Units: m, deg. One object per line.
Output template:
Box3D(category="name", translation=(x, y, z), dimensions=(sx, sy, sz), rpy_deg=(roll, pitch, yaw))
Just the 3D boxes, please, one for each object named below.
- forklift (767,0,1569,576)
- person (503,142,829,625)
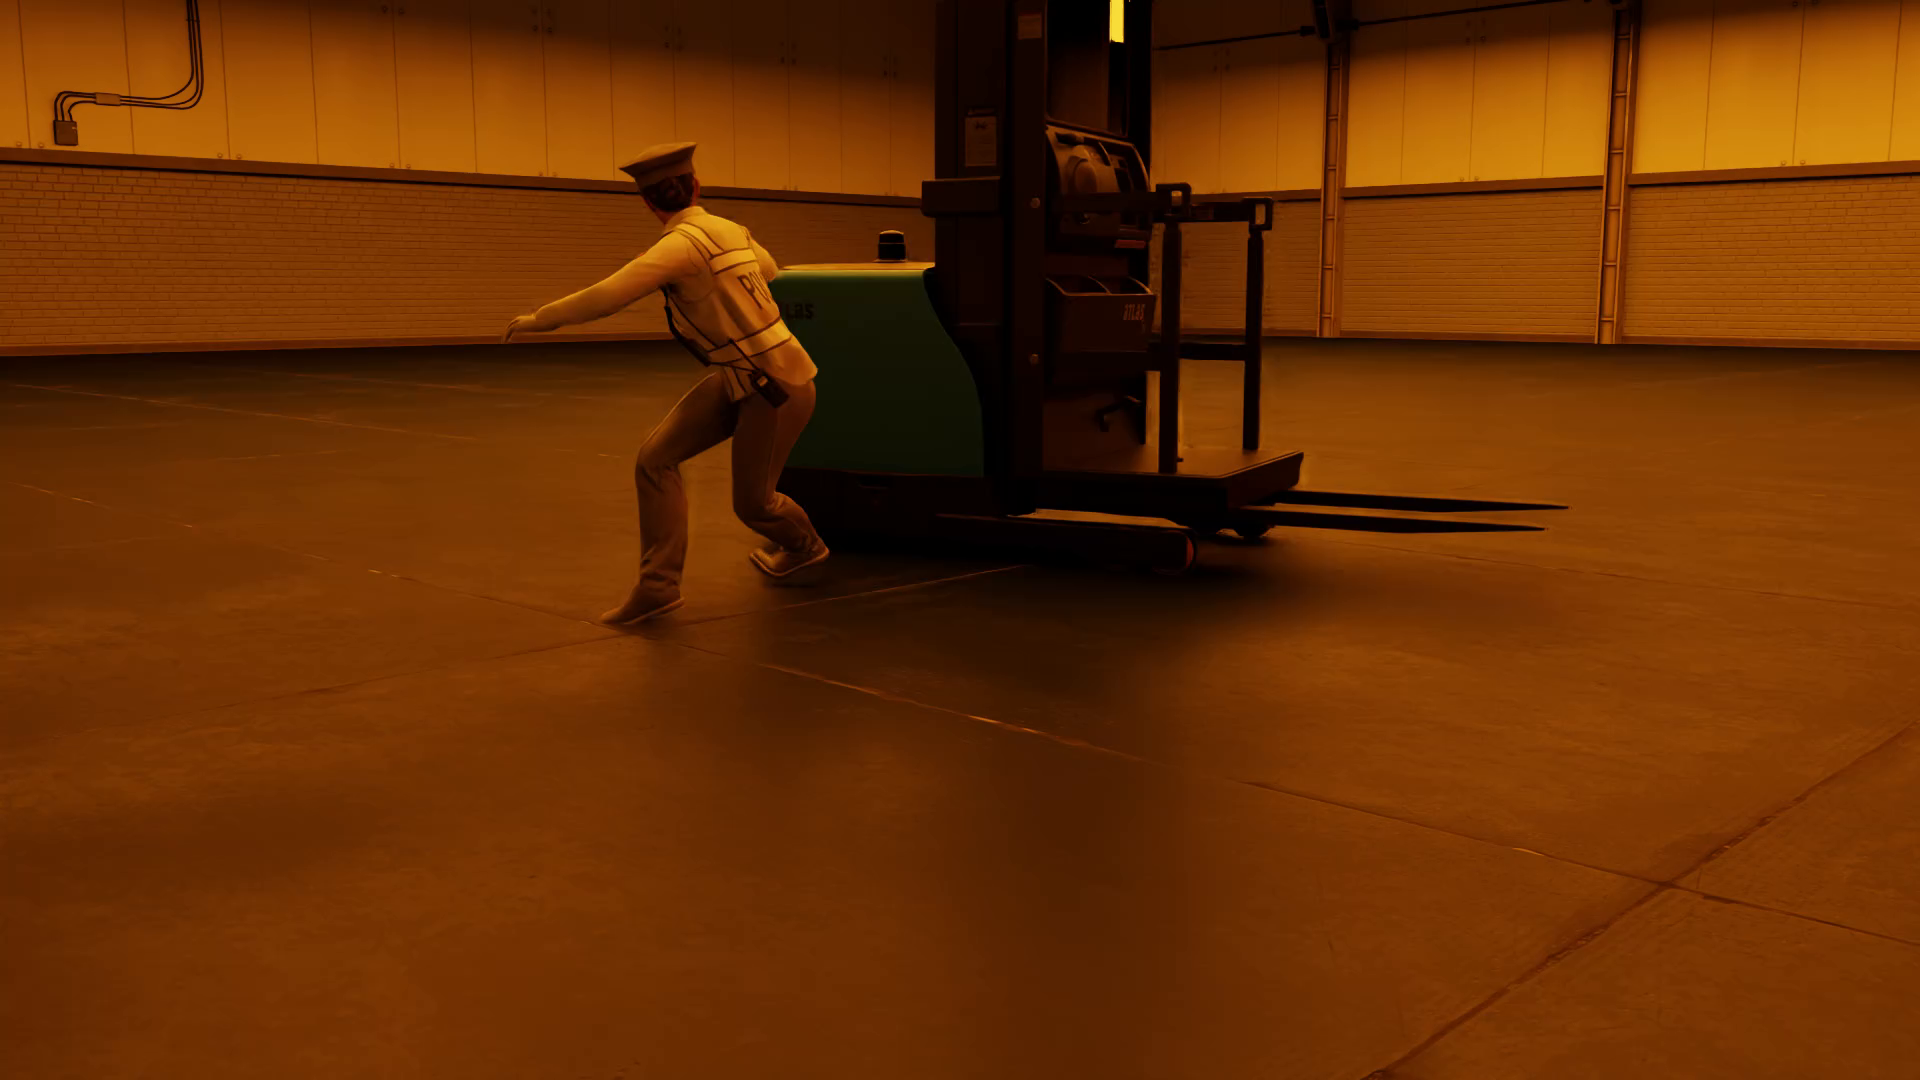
Box3D(category="forklift", translation=(0.718, -1.412, 6.252), dimensions=(3.031, 2.935, 1.130), rpy_deg=(4, 10, 26))
Box3D(category="person", translation=(-0.890, -0.484, 5.223), dimensions=(1.034, 1.470, 0.857), rpy_deg=(-2, 9, -14))
